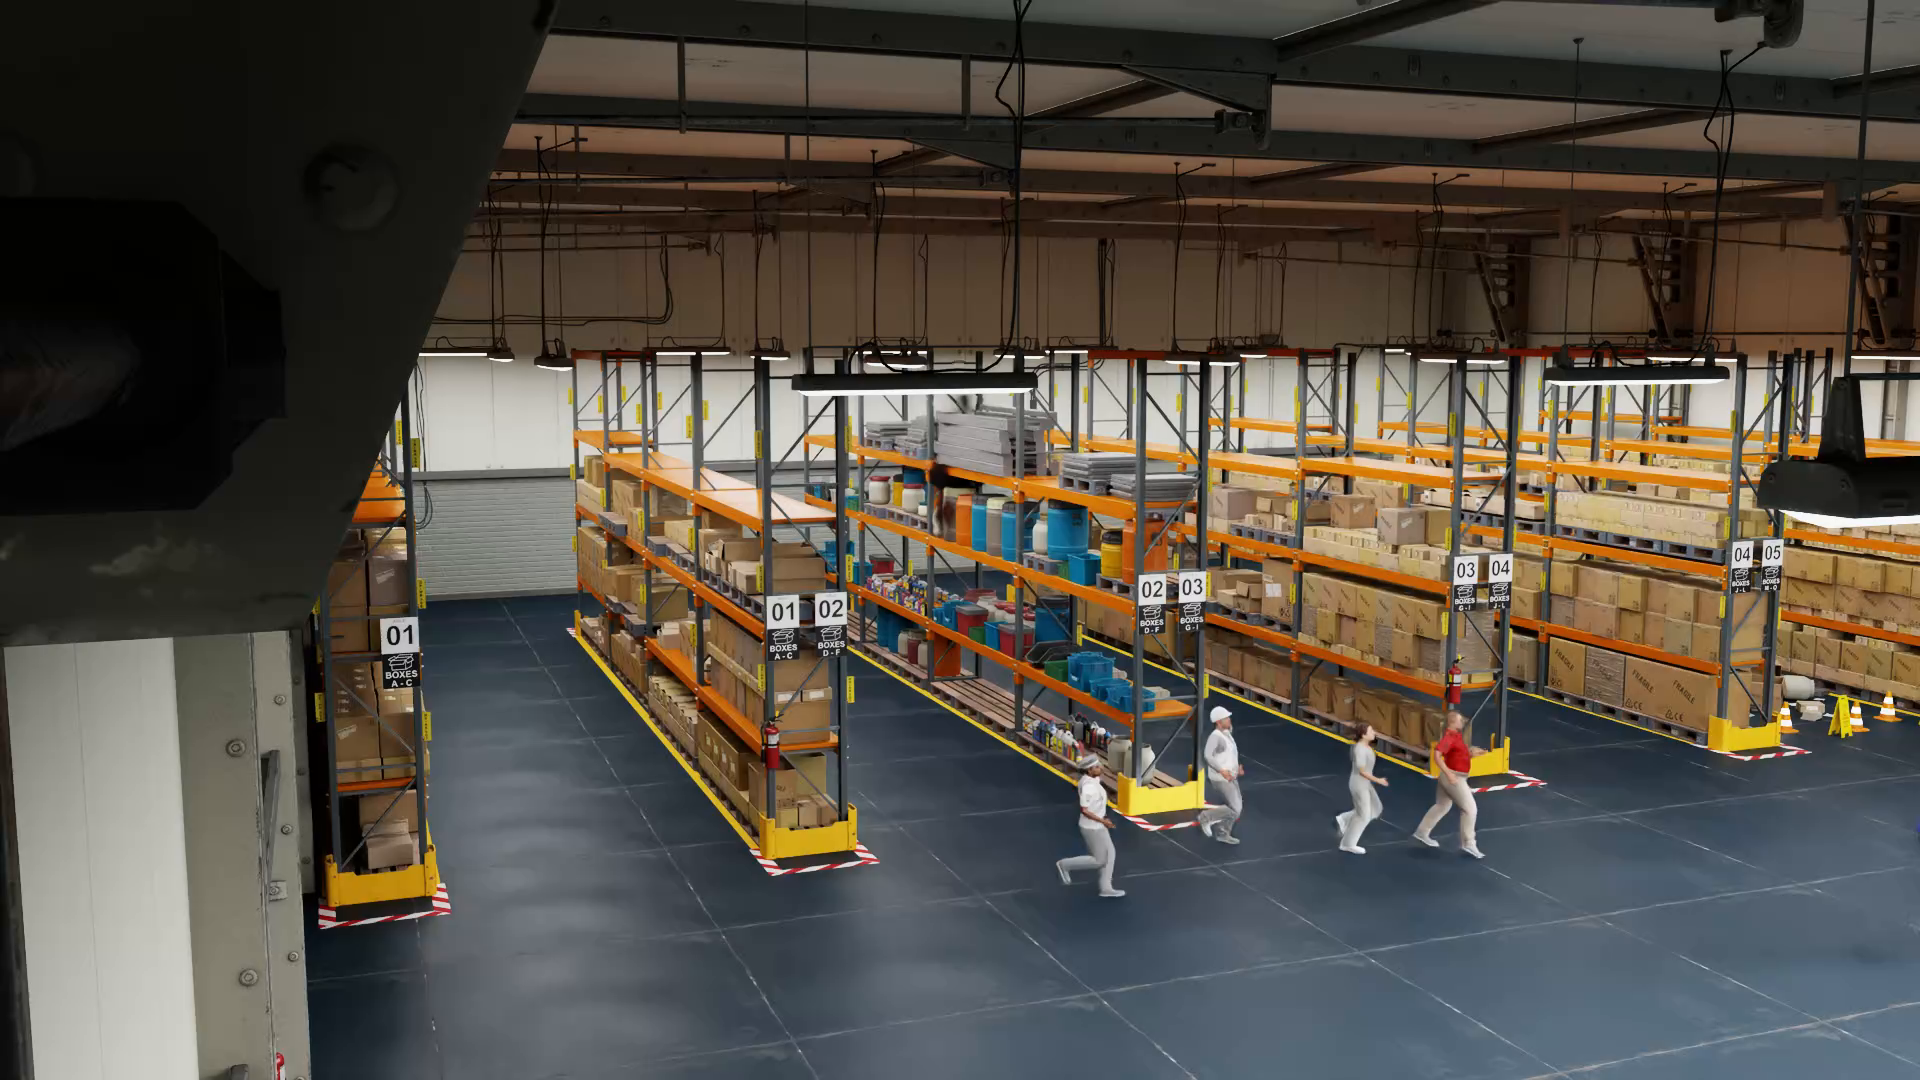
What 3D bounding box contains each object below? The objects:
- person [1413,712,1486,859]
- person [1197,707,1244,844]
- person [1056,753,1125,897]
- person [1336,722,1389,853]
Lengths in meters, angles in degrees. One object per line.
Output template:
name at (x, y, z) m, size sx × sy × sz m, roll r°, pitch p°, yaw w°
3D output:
person at (5.977, 2.968, 20.213) m, size 0.818 × 1.789 × 0.641 m, roll 1°, pitch 7°, yaw 5°
person at (3.244, 2.925, 20.657) m, size 0.550 × 1.728 × 0.675 m, roll 3°, pitch 8°, yaw 21°
person at (1.486, 3.204, 18.689) m, size 0.760 × 1.653 × 0.565 m, roll 1°, pitch 7°, yaw 7°
person at (4.950, 3.018, 20.314) m, size 0.569 × 1.620 × 0.598 m, roll 2°, pitch 7°, yaw 17°
